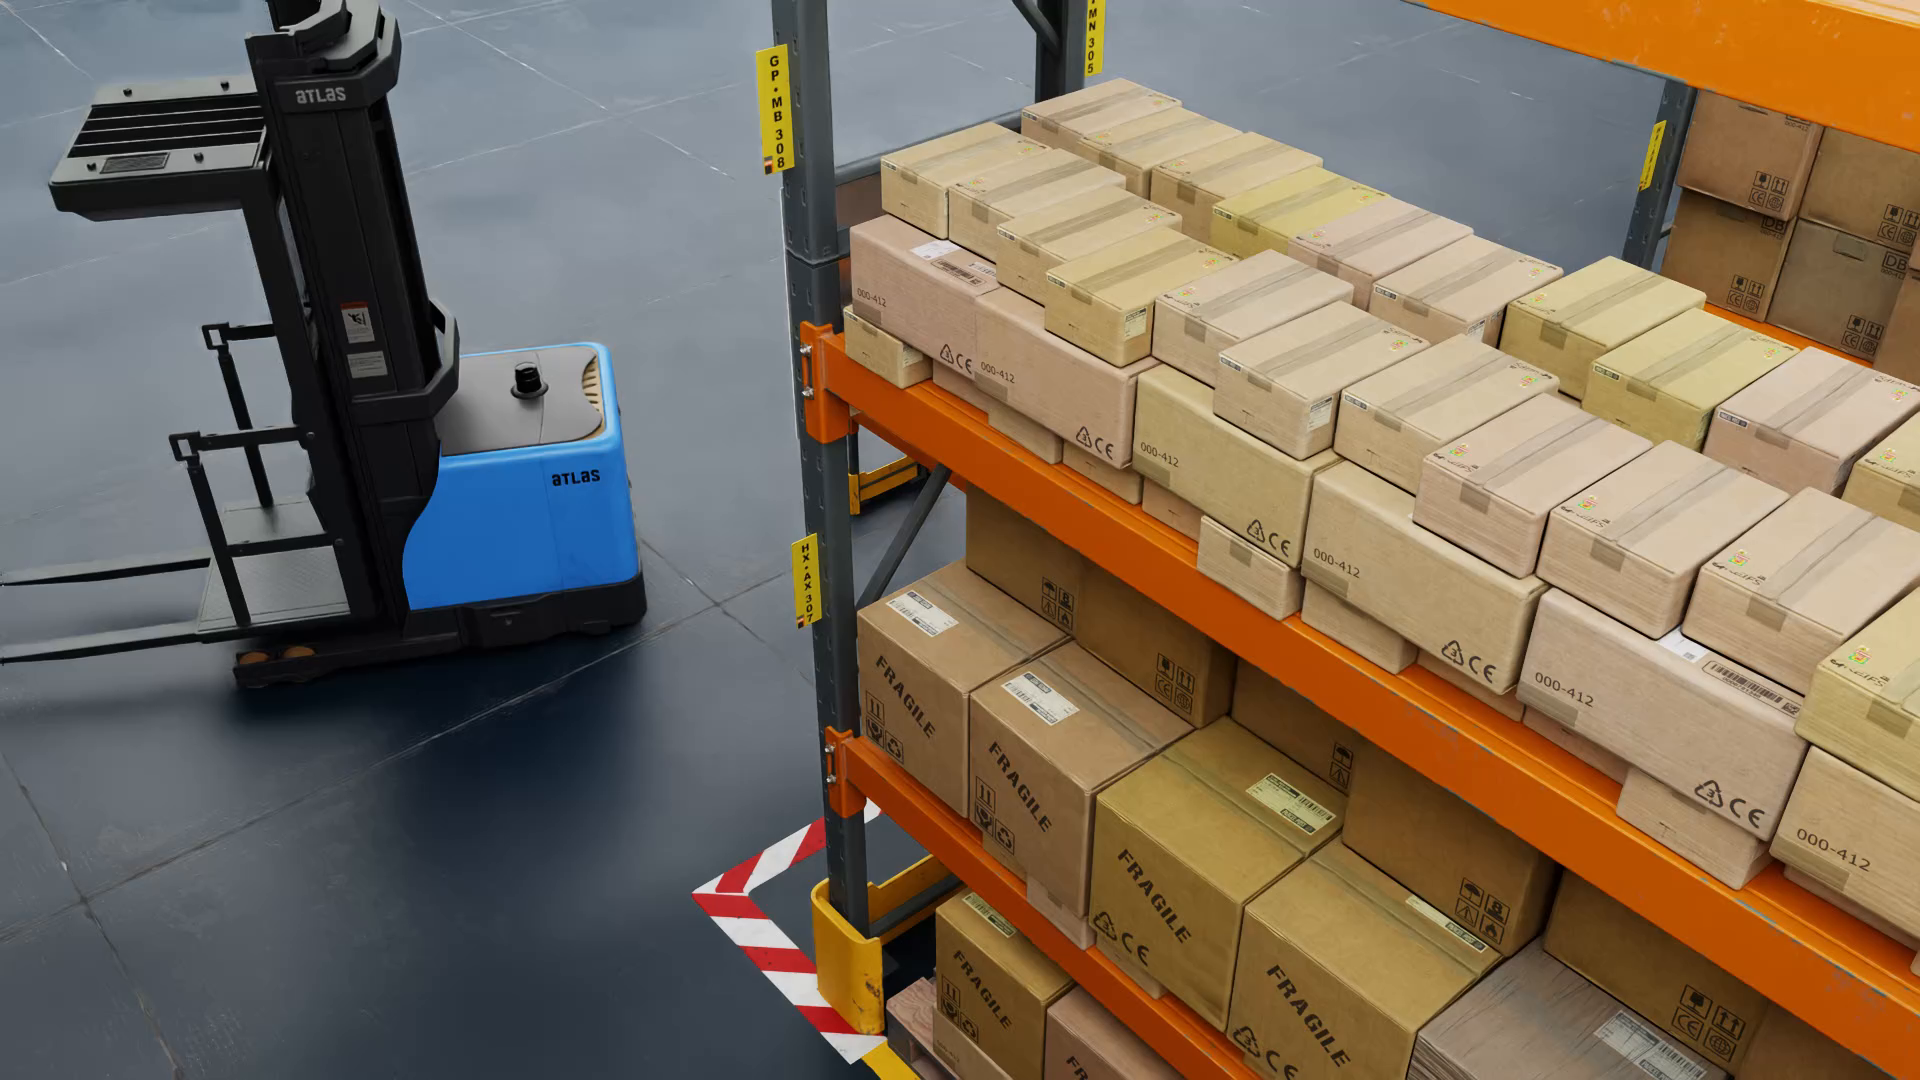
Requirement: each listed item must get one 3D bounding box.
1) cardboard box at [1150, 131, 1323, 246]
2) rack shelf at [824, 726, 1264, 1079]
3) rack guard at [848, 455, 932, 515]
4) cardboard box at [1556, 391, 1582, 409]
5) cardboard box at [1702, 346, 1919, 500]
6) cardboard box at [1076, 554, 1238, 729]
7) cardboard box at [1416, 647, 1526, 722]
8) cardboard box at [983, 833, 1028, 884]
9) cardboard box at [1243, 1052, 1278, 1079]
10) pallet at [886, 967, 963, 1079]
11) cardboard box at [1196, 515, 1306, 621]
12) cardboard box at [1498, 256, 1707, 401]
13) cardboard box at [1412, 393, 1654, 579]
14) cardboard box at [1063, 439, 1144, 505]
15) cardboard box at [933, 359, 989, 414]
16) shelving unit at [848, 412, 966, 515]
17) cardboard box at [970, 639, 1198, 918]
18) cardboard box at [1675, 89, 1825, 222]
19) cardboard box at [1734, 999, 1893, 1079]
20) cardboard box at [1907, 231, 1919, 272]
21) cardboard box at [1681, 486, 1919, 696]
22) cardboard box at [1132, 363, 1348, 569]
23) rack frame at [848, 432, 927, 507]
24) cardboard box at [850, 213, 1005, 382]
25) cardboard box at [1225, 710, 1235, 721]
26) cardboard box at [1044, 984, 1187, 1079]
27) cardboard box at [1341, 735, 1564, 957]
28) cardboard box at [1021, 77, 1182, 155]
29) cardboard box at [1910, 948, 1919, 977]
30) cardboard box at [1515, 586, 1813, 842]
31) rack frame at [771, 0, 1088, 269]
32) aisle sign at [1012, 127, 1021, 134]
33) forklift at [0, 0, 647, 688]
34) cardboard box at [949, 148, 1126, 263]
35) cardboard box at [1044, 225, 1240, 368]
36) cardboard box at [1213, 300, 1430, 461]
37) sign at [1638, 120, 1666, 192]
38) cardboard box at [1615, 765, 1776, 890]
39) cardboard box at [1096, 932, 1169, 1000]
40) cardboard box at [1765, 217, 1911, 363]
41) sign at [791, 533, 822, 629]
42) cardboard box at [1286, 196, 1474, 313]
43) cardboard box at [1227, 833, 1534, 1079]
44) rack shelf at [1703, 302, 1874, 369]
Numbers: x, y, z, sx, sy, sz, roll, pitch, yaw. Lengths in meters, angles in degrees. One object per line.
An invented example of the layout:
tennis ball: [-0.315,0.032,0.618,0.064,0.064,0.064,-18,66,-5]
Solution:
cardboard box: [0.705,-0.895,4.252,0.380,0.149,0.250,-27,43,-32]
rack shelf: [1.236,1.455,4.623,1.077,0.370,4.000,-26,43,-32]
rack guard: [-0.371,-0.356,8.937,0.587,0.250,0.087,-26,43,-32]
cardboard box: [1.471,-0.208,3.627,0.500,0.250,0.500,-26,43,-31]
cardboard box: [1.690,-0.218,3.295,0.380,0.149,0.250,-27,43,-32]
cardboard box: [0.762,0.079,4.736,0.700,0.500,0.500,-26,43,-31]
cardboard box: [1.165,0.180,3.424,0.380,0.149,0.250,-26,43,-32]
cardboard box: [0.289,0.862,5.056,0.380,0.149,0.250,-28,44,-33]
cardboard box: [0.974,1.315,4.417,0.380,0.149,0.250,-27,44,-33]
pallet: [0.491,1.822,5.896,1.003,0.211,1.213,-26,43,-32]
cardboard box: [0.748,-0.006,3.687,0.380,0.149,0.250,-25,43,-31]
cardboard box: [1.404,-0.465,3.644,0.380,0.149,0.250,-25,42,-31]
cardboard box: [1.082,-0.110,3.143,0.380,0.149,0.250,-25,43,-31]
cardboard box: [0.472,-0.263,4.049,0.380,0.149,0.250,-26,43,-32]
cardboard box: [0.149,-0.493,4.374,0.380,0.149,0.250,-28,44,-33]
shelving unit: [-0.049,-0.646,8.265,0.587,1.500,1.083,-26,43,-32]
cardboard box: [0.376,0.657,4.785,0.500,0.500,0.500,-25,42,-30]
cardboard box: [3.871,-1.936,7.725,0.875,0.550,0.550,-26,43,-32]
cardboard box: [2.095,0.966,3.483,0.700,0.500,0.500,-26,43,-32]
cardboard box: [4.554,-1.429,7.010,0.875,0.550,0.550,-26,43,-32]
cardboard box: [1.471,0.085,2.868,0.380,0.149,0.250,-27,43,-33]
cardboard box: [0.736,-0.239,3.671,0.500,0.250,0.500,-25,42,-31]
rack frame: [-0.383,-0.874,8.588,0.500,1.500,0.032,-26,43,-32]
cardboard box: [0.066,-0.684,4.299,0.500,0.250,0.500,-27,43,-33]
cardboard box: [0.825,0.476,5.040,0.500,0.500,0.500,-26,43,-32]
cardboard box: [0.611,1.622,5.132,0.500,0.500,0.500,-28,44,-33]
cardboard box: [1.386,0.538,4.088,0.700,0.500,0.500,-26,43,-32]
cardboard box: [0.389,-1.129,4.582,0.380,0.149,0.250,-26,43,-31]
cardboard box: [1.811,0.649,2.761,0.380,0.149,0.250,-26,43,-31]
cardboard box: [1.391,0.213,3.033,0.500,0.250,0.500,-27,43,-32]
rack frame: [-0.055,-2.170,3.928,1.000,3.000,0.127,-26,43,-32]
aisle sign: [0.127,-0.918,5.102,0.394,0.787,0.004,-26,43,-32]
forklift: [-3.087,-0.847,7.311,3.031,2.935,1.130,-8,36,-11]
cardboard box: [0.193,-0.830,4.160,0.380,0.149,0.250,-26,43,-32]
cardboard box: [0.413,-0.558,3.776,0.380,0.149,0.250,-26,43,-32]
cardboard box: [0.752,-0.338,3.466,0.380,0.149,0.250,-25,42,-31]
sign: [3.233,-1.793,7.771,0.100,0.325,0.005,-26,43,-32]
cardboard box: [1.437,0.438,3.060,0.380,0.149,0.250,-25,42,-31]
cardboard box: [0.610,1.093,4.730,0.380,0.149,0.250,-25,42,-31]
cardboard box: [4.307,-1.292,7.750,0.875,0.550,0.550,-26,43,-32]
sign: [-0.469,0.128,5.126,0.100,0.325,0.005,-26,43,-32]
cardboard box: [0.981,-0.653,3.910,0.380,0.149,0.250,-26,43,-32]
cardboard box: [1.040,1.103,4.155,0.500,0.500,0.500,-27,43,-33]
rack shelf: [4.952,-0.436,7.293,1.077,0.370,4.000,-26,43,-32]
